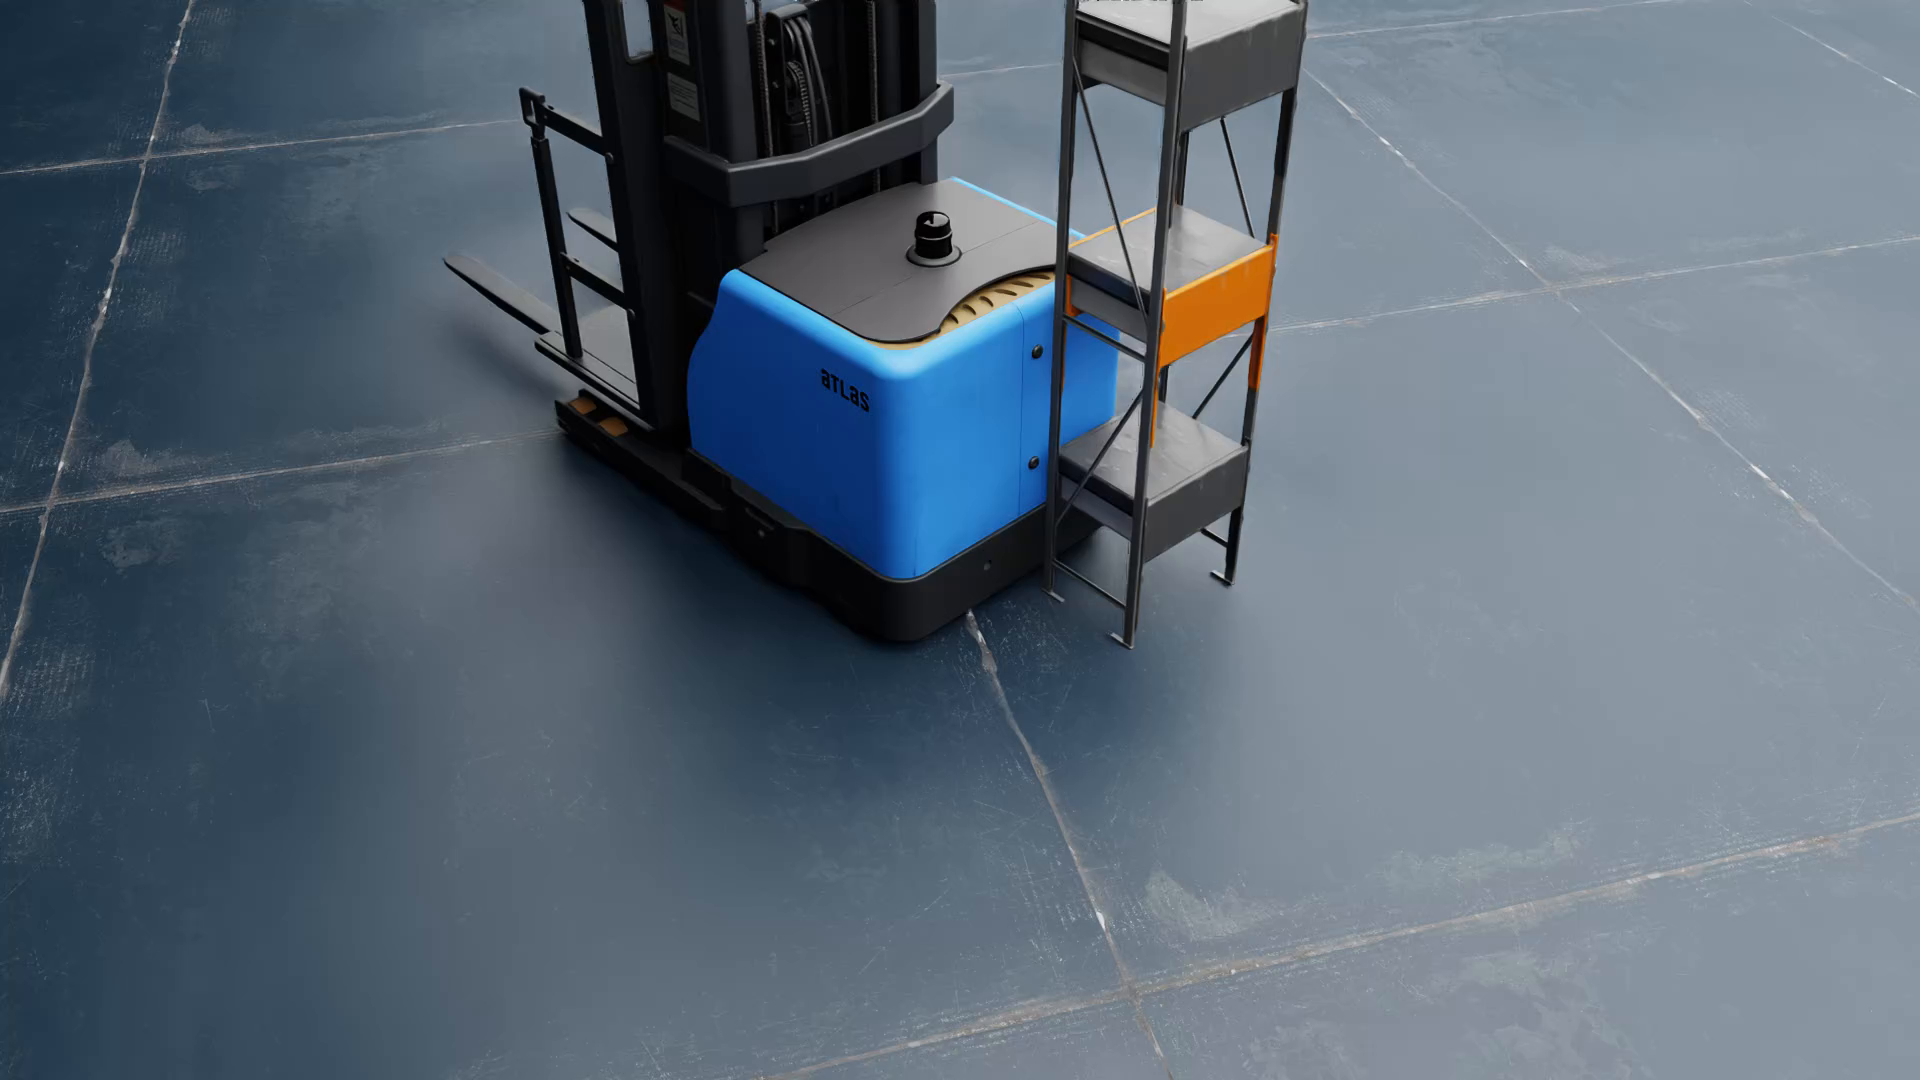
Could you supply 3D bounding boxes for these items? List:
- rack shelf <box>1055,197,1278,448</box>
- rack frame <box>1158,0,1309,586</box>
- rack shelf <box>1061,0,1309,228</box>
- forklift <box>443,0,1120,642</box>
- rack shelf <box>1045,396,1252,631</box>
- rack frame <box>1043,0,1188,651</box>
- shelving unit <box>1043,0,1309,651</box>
[{"bbox_3d":[0.596,-0.663,4.911,0.480,0.518,0.431,-29,46,-32],"label":"rack shelf"},{"bbox_3d":[0.778,-0.772,5.032,0.015,2.100,0.400,-29,46,-32],"label":"rack frame"},{"bbox_3d":[0.596,-1.219,4.485,0.480,0.518,0.431,-29,46,-32],"label":"rack shelf"},{"bbox_3d":[-0.858,-1.643,5.485,1.130,2.935,3.031,-31,47,-34],"label":"forklift"},{"bbox_3d":[0.596,-0.107,5.336,0.480,0.518,0.431,-29,46,-32],"label":"rack shelf"},{"bbox_3d":[0.414,-0.575,4.773,0.015,2.100,0.400,-29,46,-32],"label":"rack frame"},{"bbox_3d":[0.596,-0.674,4.902,0.503,2.100,0.431,-29,46,-32],"label":"shelving unit"}]
